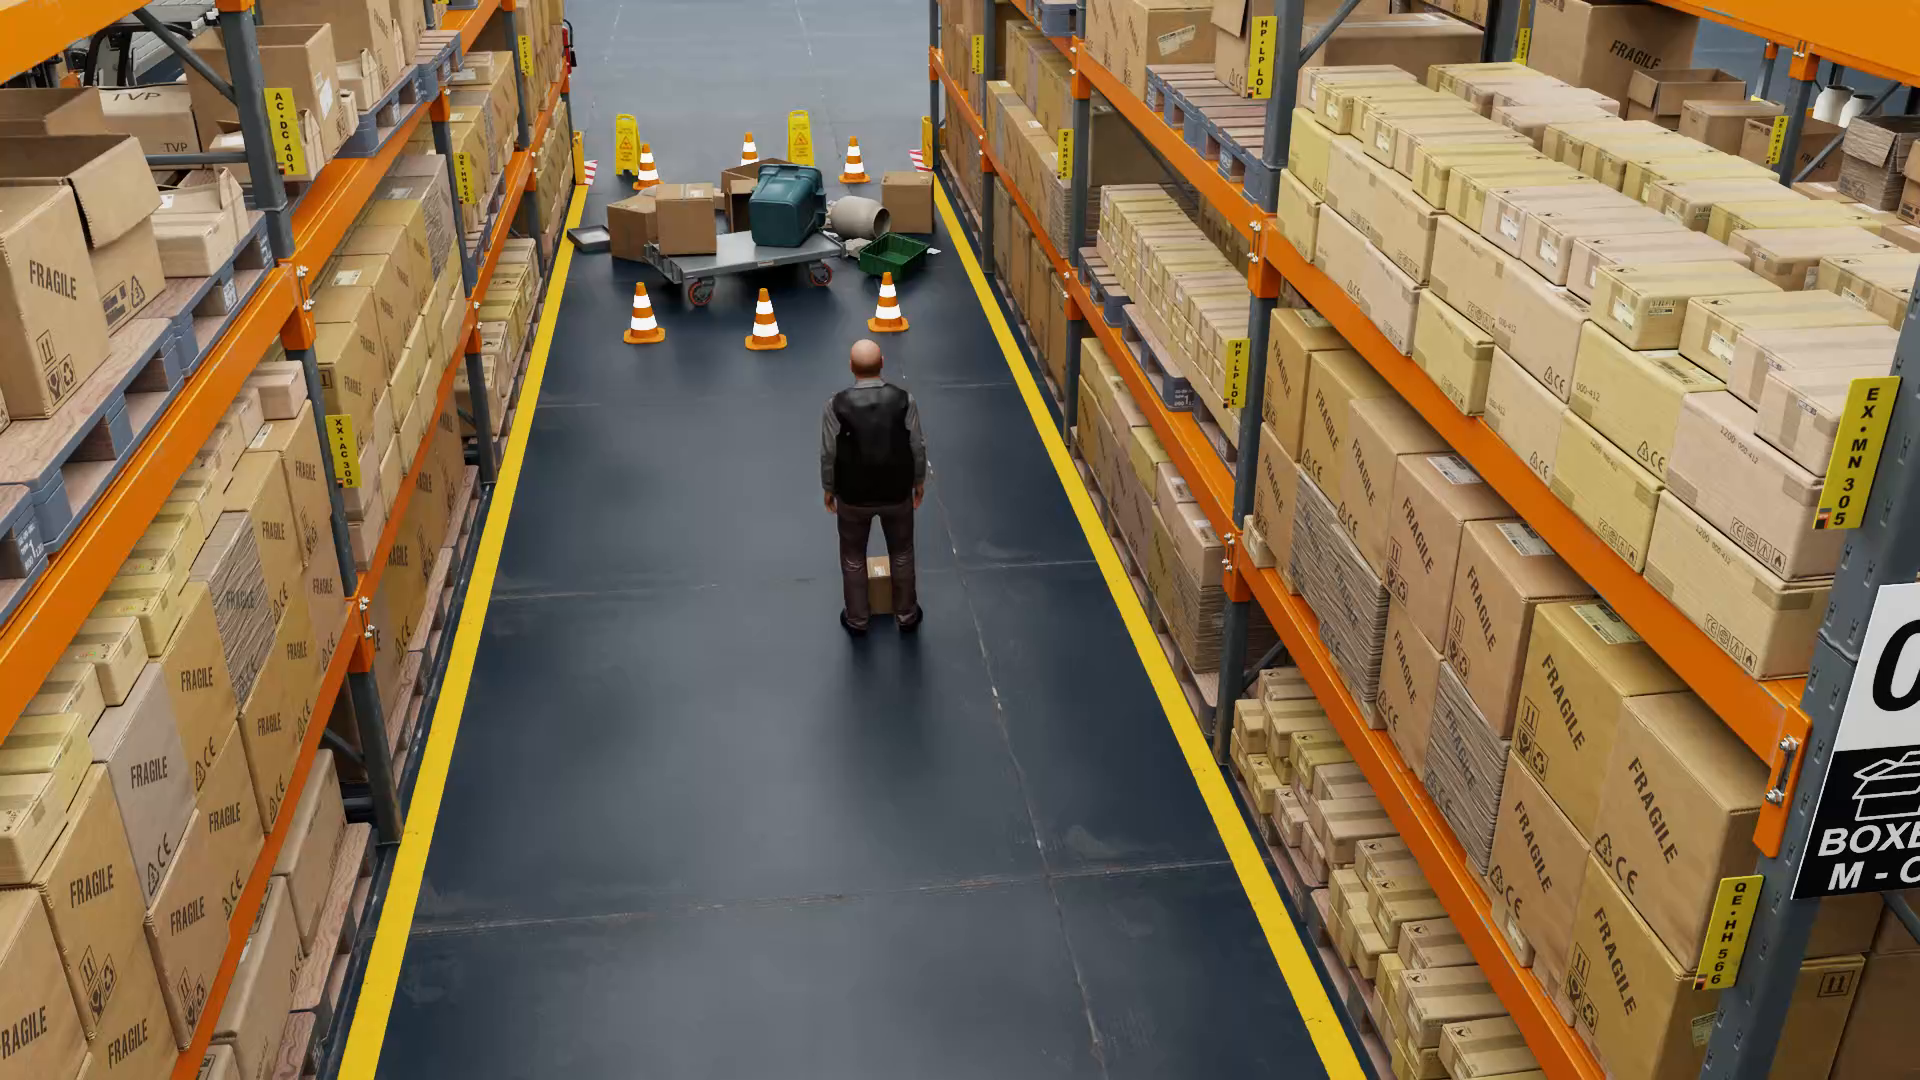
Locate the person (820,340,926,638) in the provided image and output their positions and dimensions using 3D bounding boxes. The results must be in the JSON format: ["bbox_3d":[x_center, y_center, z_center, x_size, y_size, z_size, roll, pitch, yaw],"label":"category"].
[{"bbox_3d":[-0.472,-0.258,9.152,0.578,1.720,0.418,-4,27,-8],"label":"person"}]
